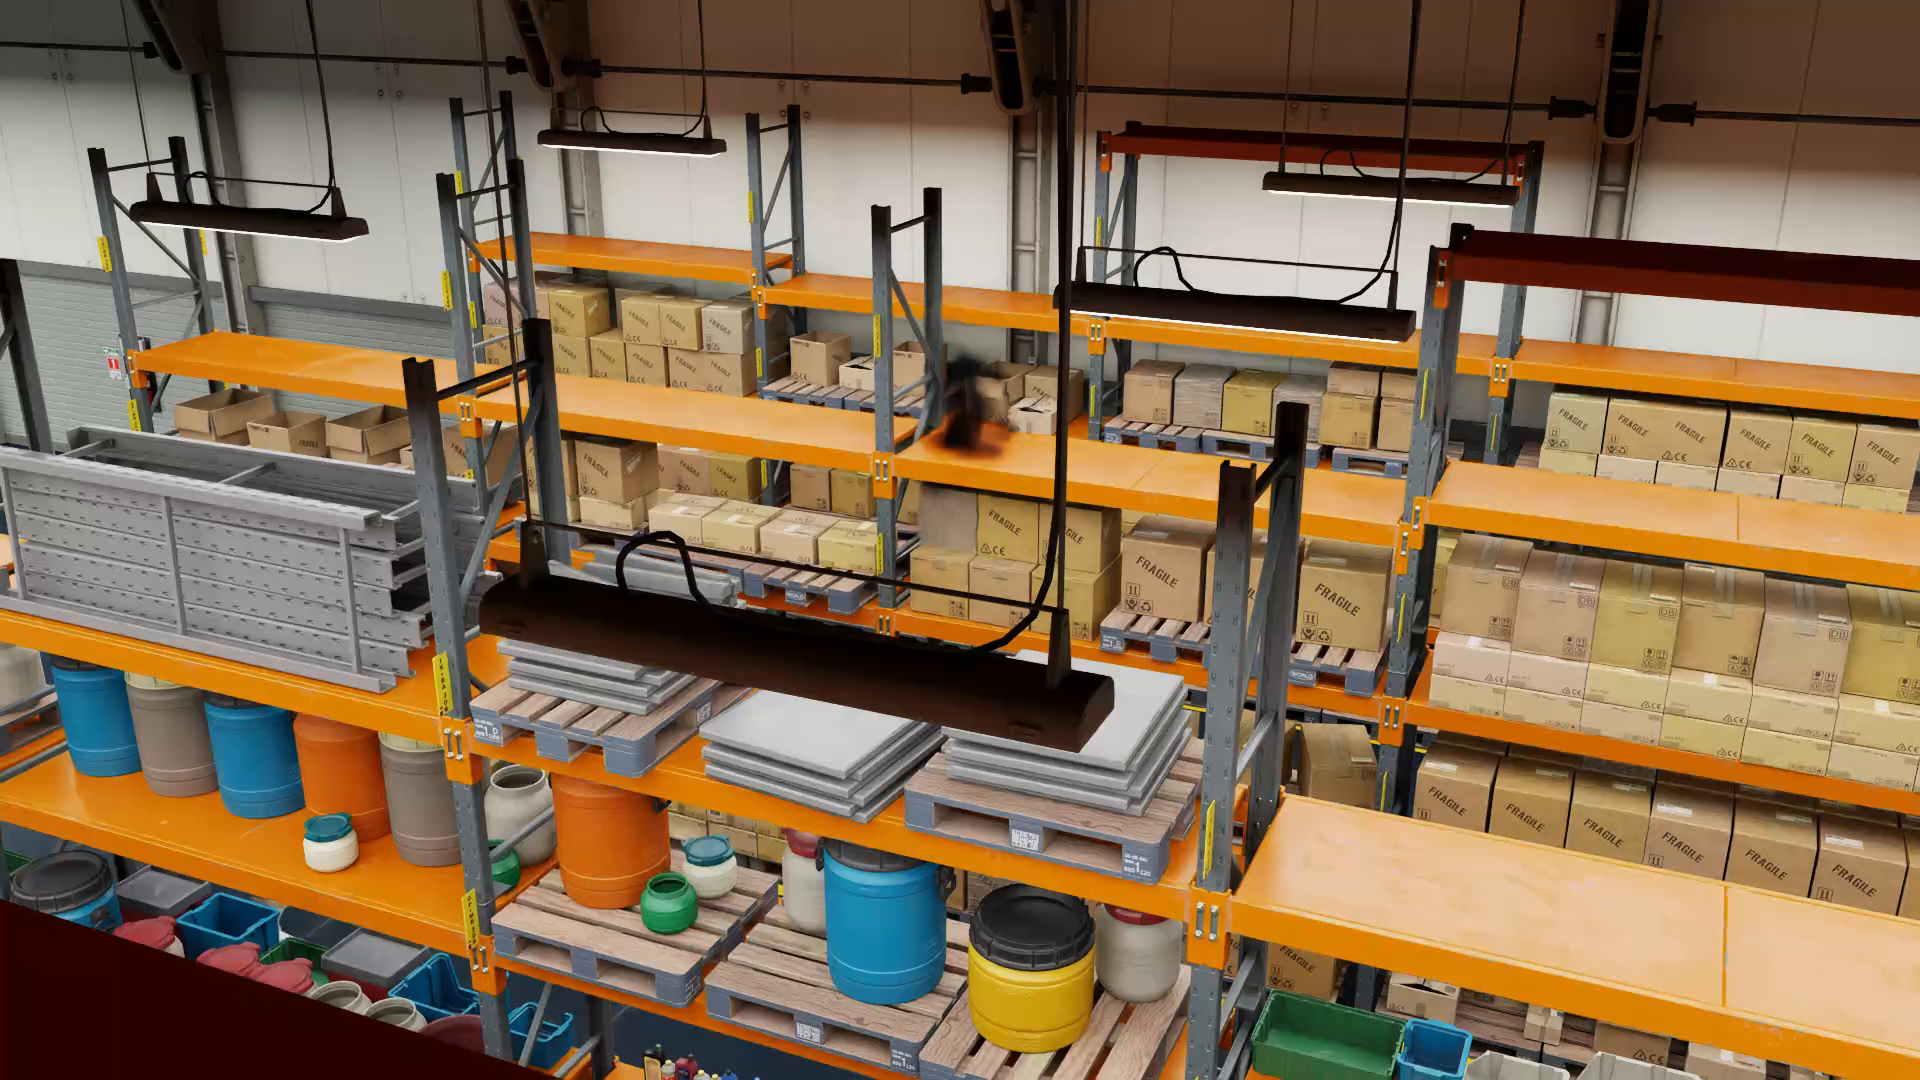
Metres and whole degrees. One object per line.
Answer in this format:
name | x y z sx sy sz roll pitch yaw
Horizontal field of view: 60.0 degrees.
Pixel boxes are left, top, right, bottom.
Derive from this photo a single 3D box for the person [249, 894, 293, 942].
person | -5.349 2.697 12.961 0.906 1.766 0.655 9 22 22
